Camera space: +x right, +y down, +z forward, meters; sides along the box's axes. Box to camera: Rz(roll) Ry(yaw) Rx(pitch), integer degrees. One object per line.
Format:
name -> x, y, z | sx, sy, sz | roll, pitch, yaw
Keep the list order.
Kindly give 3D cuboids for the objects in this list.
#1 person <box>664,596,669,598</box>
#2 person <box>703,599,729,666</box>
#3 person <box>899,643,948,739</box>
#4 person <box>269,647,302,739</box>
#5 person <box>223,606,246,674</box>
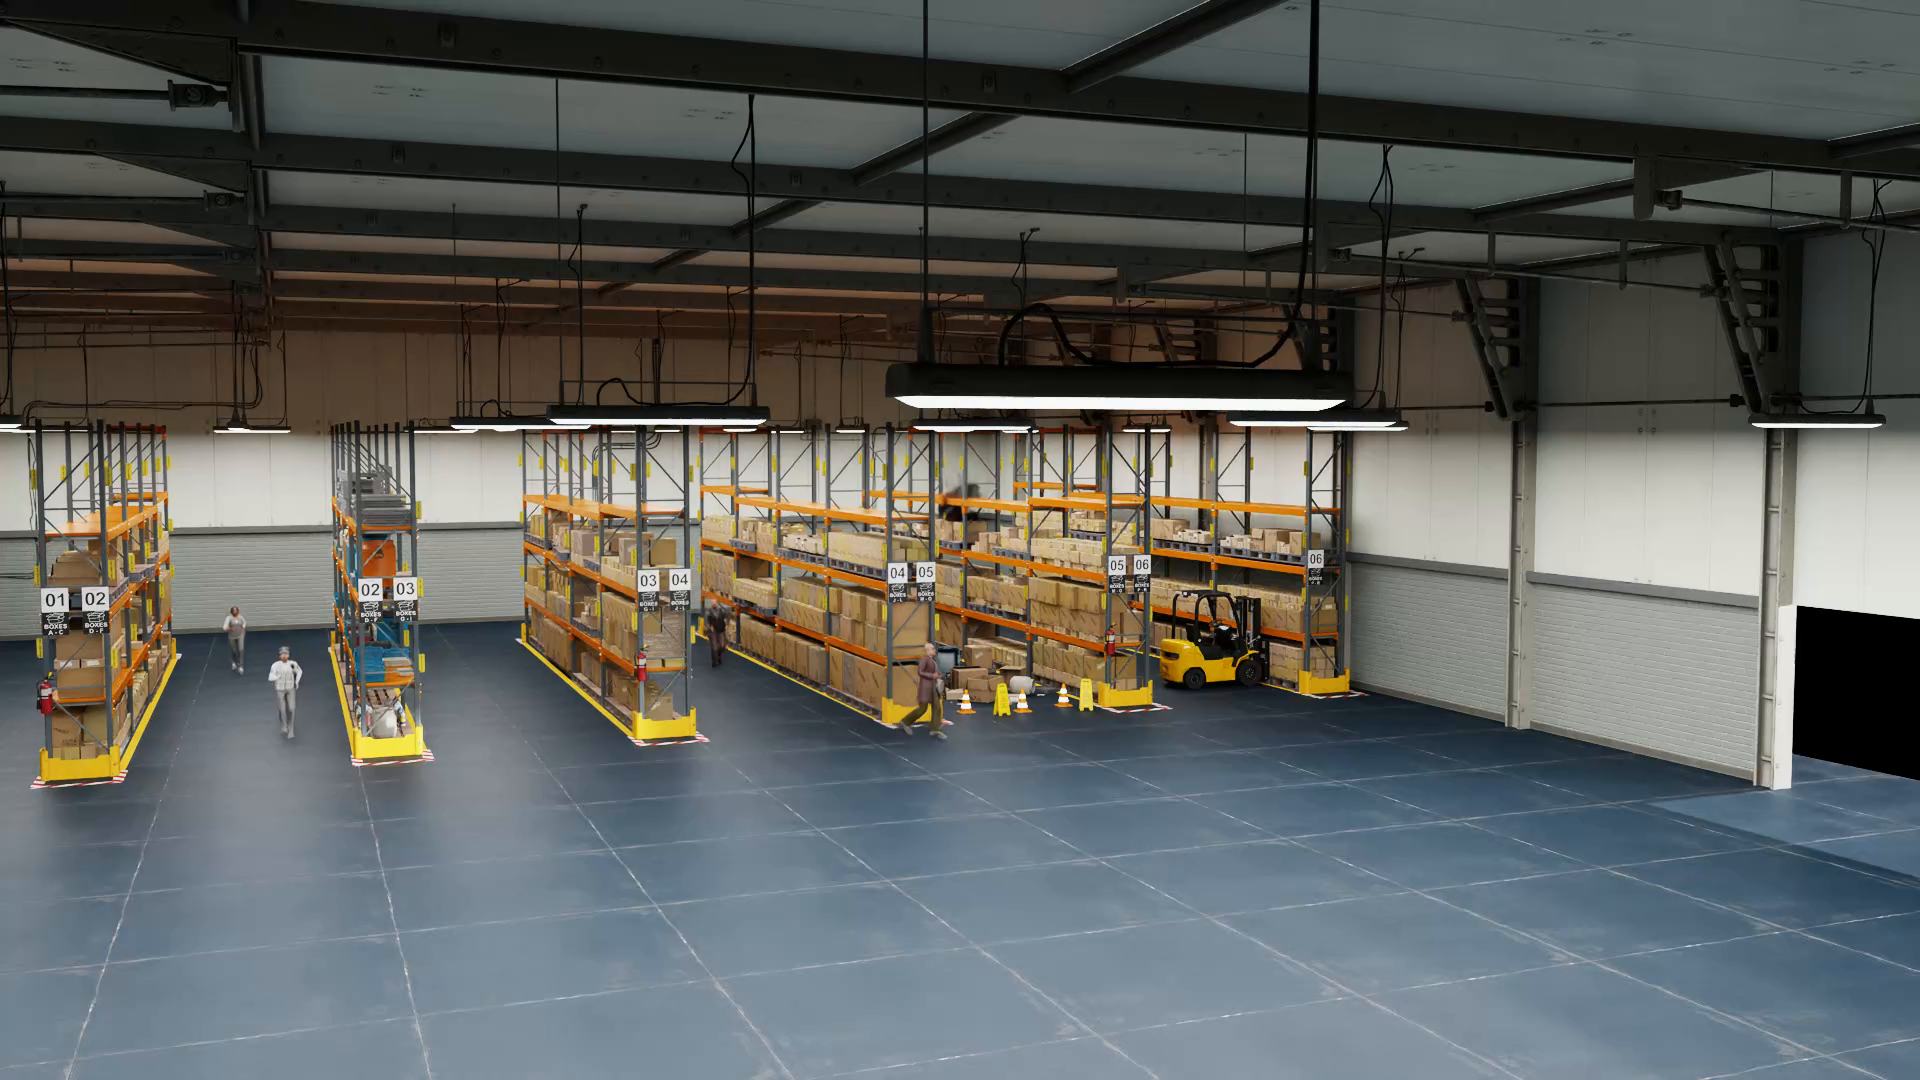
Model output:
person -> -8.617, 1.972, 47.606 | 0.643, 1.582, 0.611 | 1, 4, 16
person -> -6.027, 2.338, 41.211 | 0.672, 1.609, 0.592 | -1, 4, -17
person -> -0.647, 2.972, 31.655 | 0.967, 1.570, 0.713 | 2, 4, 24
person -> -12.837, 2.896, 31.666 | 0.595, 1.751, 0.710 | -1, 4, -22
person -> -17.519, 2.396, 40.193 | 0.534, 1.621, 0.824 | -2, 4, -29
